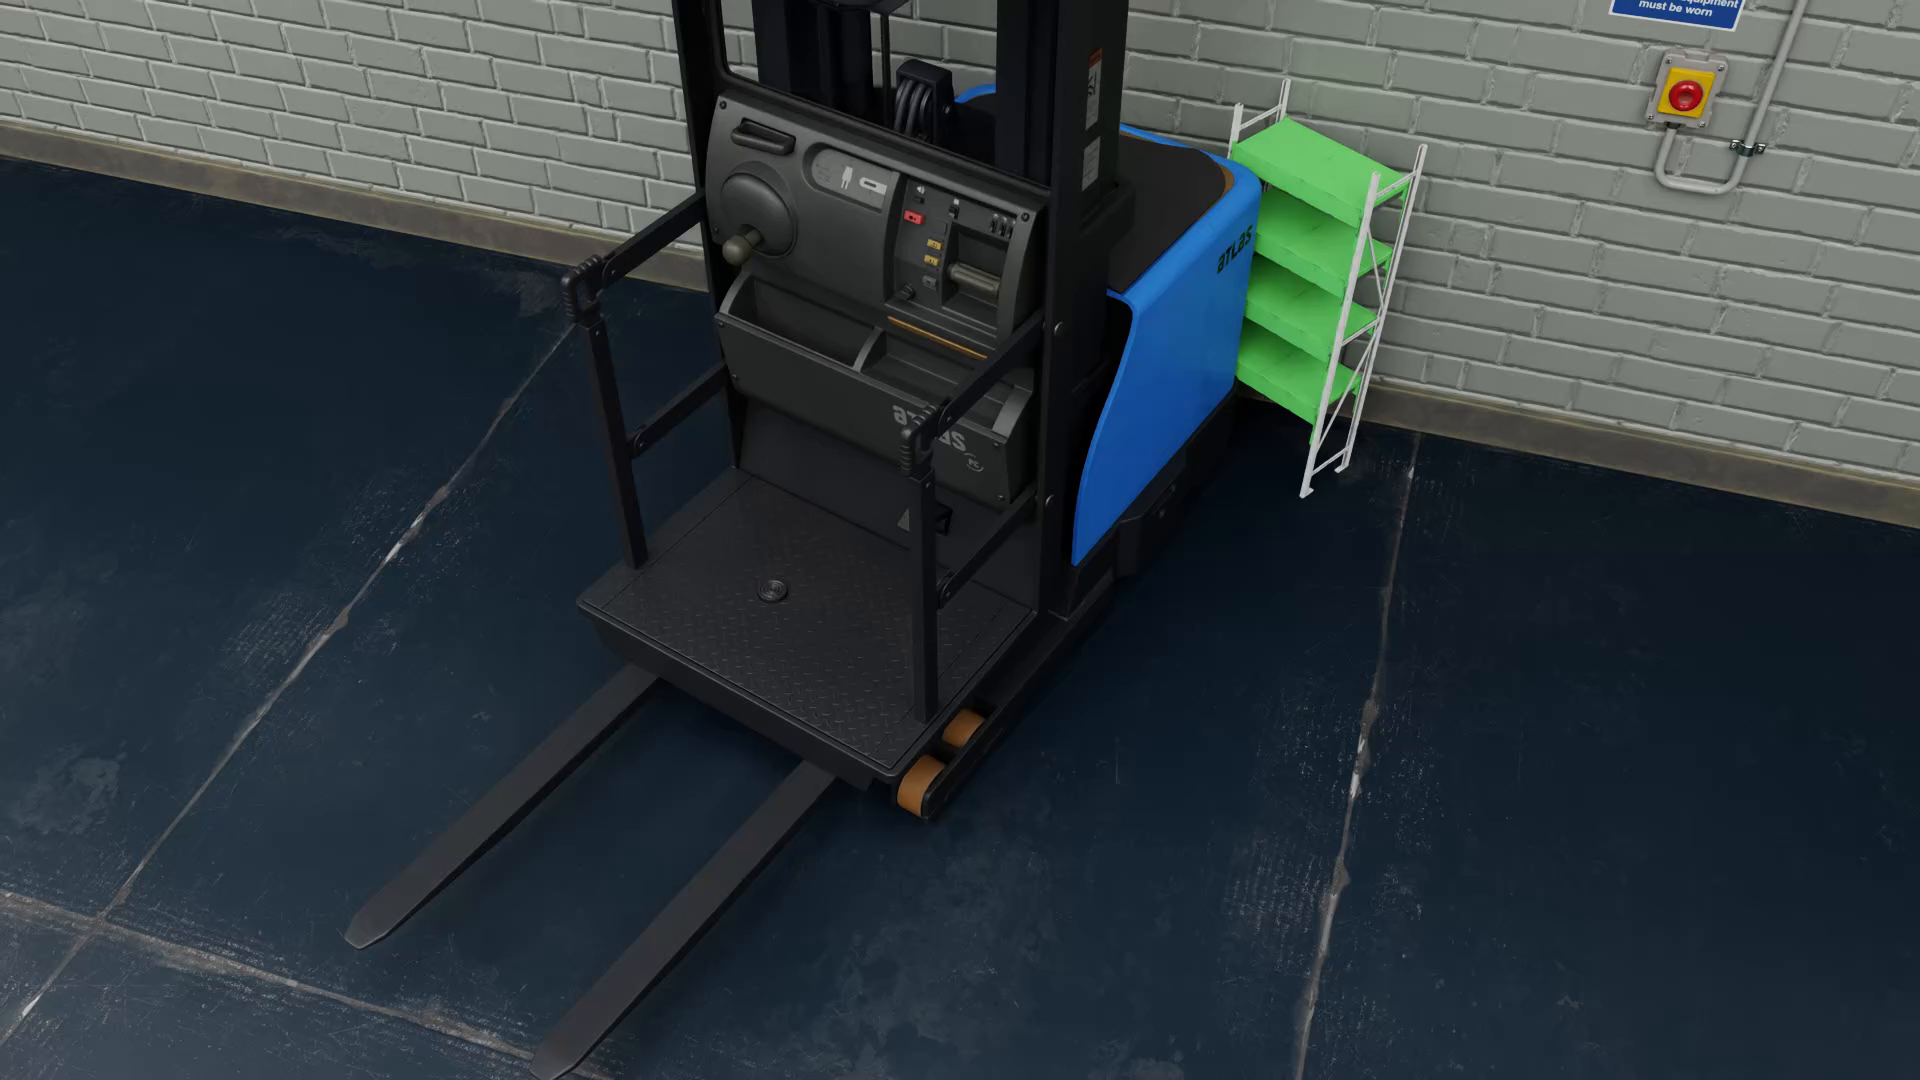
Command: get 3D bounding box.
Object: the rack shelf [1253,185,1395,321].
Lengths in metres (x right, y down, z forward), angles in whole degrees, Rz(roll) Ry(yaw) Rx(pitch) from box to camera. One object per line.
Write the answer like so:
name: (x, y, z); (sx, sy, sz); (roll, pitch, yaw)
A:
rack shelf: (1.044, -0.877, 5.031); (0.258, 0.148, 0.480); (-32, 54, -30)

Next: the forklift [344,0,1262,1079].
forklift: (-0.348, -0.687, 3.856); (1.130, 2.935, 3.031); (25, 50, 24)

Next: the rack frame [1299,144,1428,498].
rack frame: (1.207, -0.624, 5.028); (0.240, 1.200, 0.015); (-32, 54, -30)

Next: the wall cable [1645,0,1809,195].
wall cable: (1.949, -1.702, 4.096); (0.585, 1.953, 0.123); (13, 46, 13)

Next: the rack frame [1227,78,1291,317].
rack frame: (0.873, -0.878, 5.278); (0.240, 1.200, 0.015); (-32, 54, -30)

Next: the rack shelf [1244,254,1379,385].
rack shelf: (1.038, -0.705, 5.198); (0.258, 0.148, 0.480); (-32, 54, -30)

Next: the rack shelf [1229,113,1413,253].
rack shelf: (1.050, -1.050, 4.864); (0.258, 0.148, 0.480); (-32, 54, -30)

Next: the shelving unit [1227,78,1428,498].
shelving unit: (1.040, -0.751, 5.153); (0.258, 1.200, 0.503); (-32, 54, -30)

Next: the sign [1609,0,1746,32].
sign: (1.922, -1.475, 4.420); (0.327, 0.218, 0.001); (13, 46, 13)

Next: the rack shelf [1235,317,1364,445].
rack shelf: (1.032, -0.533, 5.365); (0.258, 0.148, 0.480); (-32, 54, -30)
